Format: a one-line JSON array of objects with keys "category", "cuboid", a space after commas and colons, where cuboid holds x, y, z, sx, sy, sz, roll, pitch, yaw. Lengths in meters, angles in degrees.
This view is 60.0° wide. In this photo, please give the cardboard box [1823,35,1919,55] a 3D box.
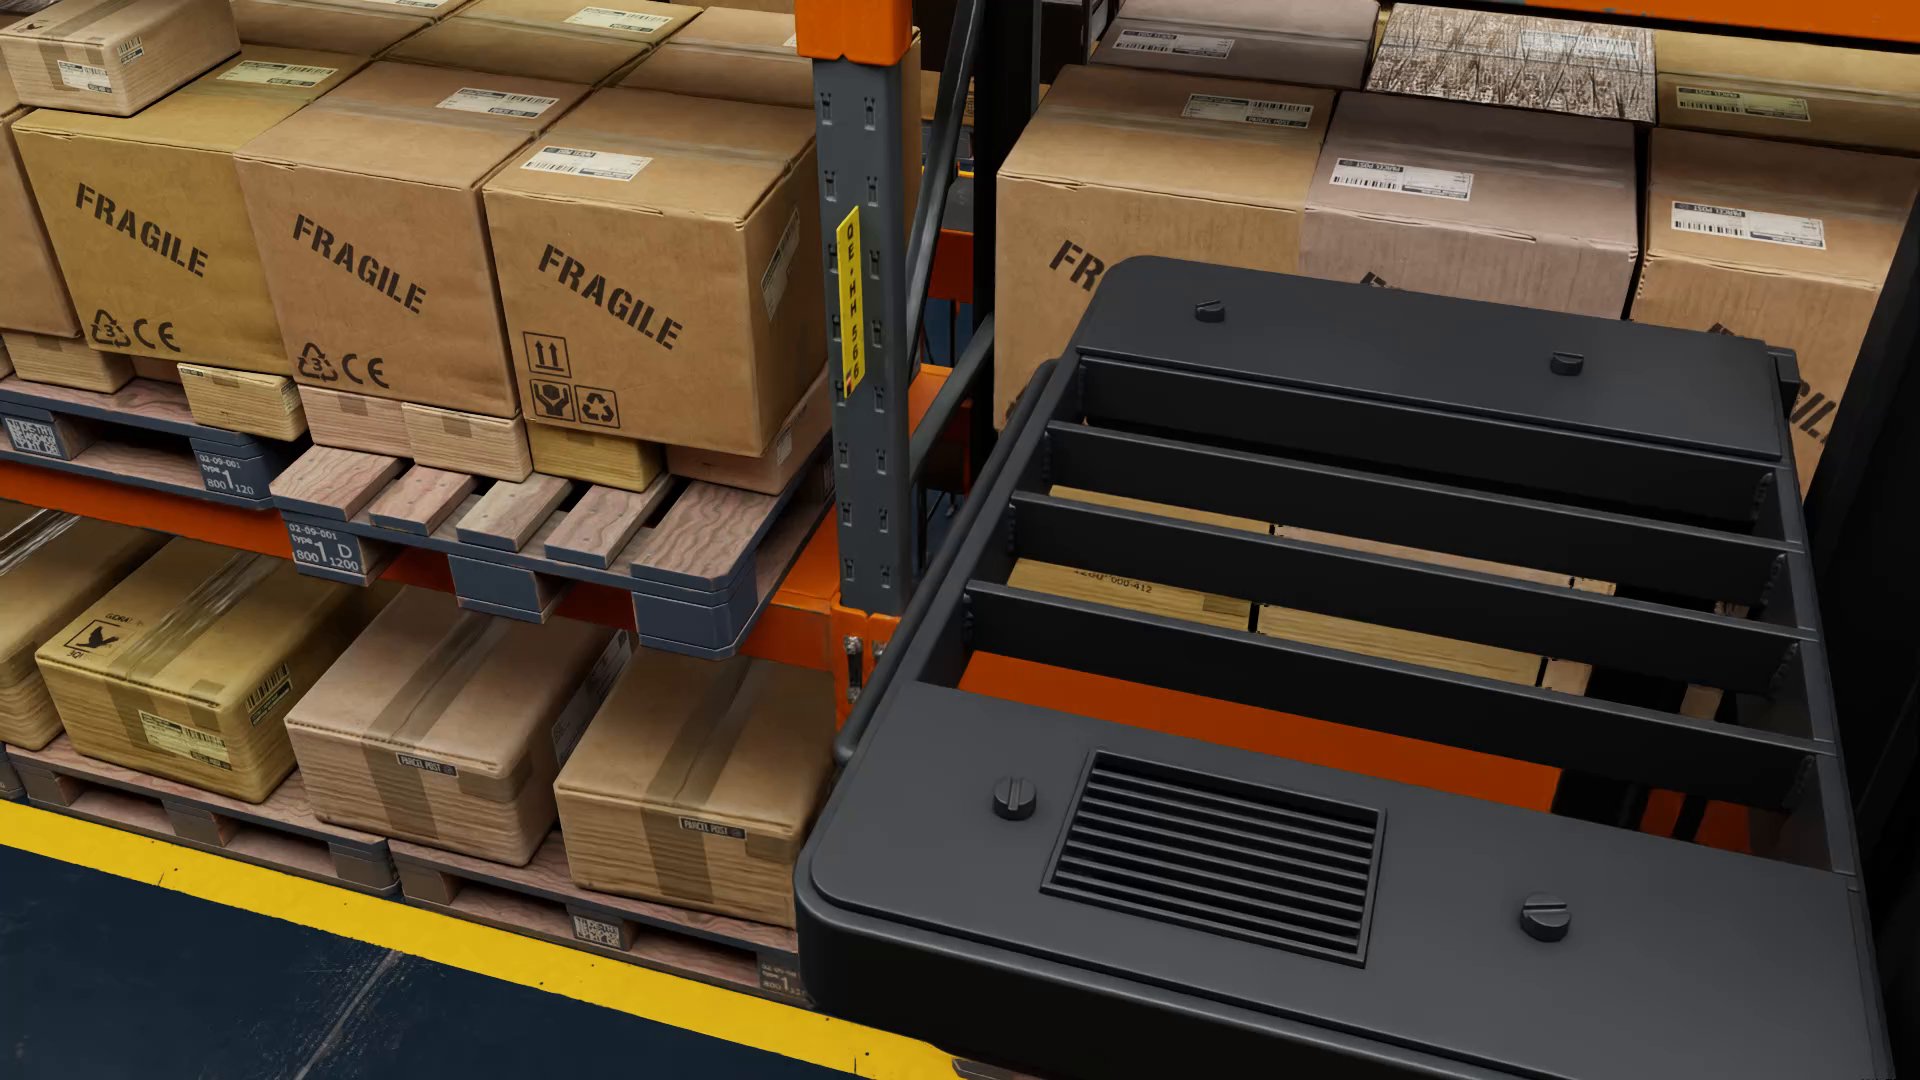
[{"category": "cardboard box", "cuboid": [3.892, -1.944, 6.982, 0.500, 0.250, 0.500, 12, 38, 16]}]

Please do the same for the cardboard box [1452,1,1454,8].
[{"category": "cardboard box", "cuboid": [2.563, -2.508, 7.749, 0.500, 0.250, 0.500, 11, 38, 15]}]

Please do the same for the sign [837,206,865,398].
[{"category": "sign", "cuboid": [-0.186, -0.407, 2.862, 0.005, 0.325, 0.100, 10, 38, 14]}]

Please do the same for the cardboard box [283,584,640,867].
[{"category": "cardboard box", "cuboid": [-1.276, 0.377, 4.570, 0.625, 0.372, 0.950, 10, 37, 13]}]

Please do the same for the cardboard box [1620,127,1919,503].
[{"category": "cardboard box", "cuboid": [1.331, -0.316, 2.721, 0.500, 0.500, 0.500, 12, 38, 15]}]

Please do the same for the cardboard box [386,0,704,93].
[{"category": "cardboard box", "cuboid": [-0.893, -0.909, 3.764, 0.500, 0.500, 0.500, 12, 38, 16]}]

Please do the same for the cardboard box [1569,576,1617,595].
[{"category": "cardboard box", "cuboid": [1.342, -0.005, 2.932, 0.500, 0.250, 0.500, 10, 38, 14]}]

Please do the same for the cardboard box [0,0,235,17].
[{"category": "cardboard box", "cuboid": [-1.877, -1.091, 4.013, 0.500, 0.500, 0.500, 9, 37, 12]}]

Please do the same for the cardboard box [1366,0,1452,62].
[{"category": "cardboard box", "cuboid": [1.933, -2.305, 7.473, 0.500, 0.250, 0.500, 9, 37, 12]}]

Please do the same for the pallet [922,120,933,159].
[{"category": "pallet", "cuboid": [-0.544, -2.375, 8.799, 1.213, 0.211, 1.003, 10, 38, 14]}]

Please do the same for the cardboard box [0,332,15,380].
[{"category": "cardboard box", "cuboid": [-2.182, -0.533, 3.802, 0.250, 0.149, 0.380, 12, 38, 16]}]

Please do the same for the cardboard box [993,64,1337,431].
[{"category": "cardboard box", "cuboid": [0.365, -0.498, 2.969, 0.500, 0.500, 0.500, 9, 37, 12]}]

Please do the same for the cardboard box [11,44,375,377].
[{"category": "cardboard box", "cuboid": [-1.528, -0.707, 3.490, 0.500, 0.500, 0.500, 8, 37, 11]}]

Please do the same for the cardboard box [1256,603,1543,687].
[{"category": "cardboard box", "cuboid": [0.855, 0.089, 3.225, 0.500, 0.250, 0.500, 9, 37, 13]}]

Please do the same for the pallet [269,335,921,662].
[{"category": "pallet", "cuboid": [-0.745, -0.269, 3.747, 1.003, 0.211, 1.213, 10, 38, 14]}]

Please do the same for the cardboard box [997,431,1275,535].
[{"category": "cardboard box", "cuboid": [0.377, -0.192, 3.186, 0.500, 0.250, 0.500, 10, 38, 14]}]

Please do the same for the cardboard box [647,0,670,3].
[{"category": "cardboard box", "cuboid": [-1.852, -3.011, 8.854, 0.750, 0.750, 1.050, 10, 38, 14]}]

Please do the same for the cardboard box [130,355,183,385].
[{"category": "cardboard box", "cuboid": [-1.654, -0.505, 3.763, 0.250, 0.149, 0.380, 11, 38, 14]}]

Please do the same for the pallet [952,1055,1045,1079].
[{"category": "pallet", "cuboid": [0.697, 1.024, 4.180, 1.213, 0.211, 1.003, 10, 38, 14]}]

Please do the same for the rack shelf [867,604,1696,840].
[{"category": "rack shelf", "cuboid": [1.876, 0.362, 3.334, 4.000, 0.370, 1.077, 10, 38, 14]}]

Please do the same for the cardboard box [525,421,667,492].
[{"category": "cardboard box", "cuboid": [-0.693, -0.280, 3.458, 0.250, 0.149, 0.380, 11, 38, 15]}]

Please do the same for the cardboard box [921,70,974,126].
[{"category": "cardboard box", "cuboid": [-0.043, -2.674, 8.396, 0.750, 0.750, 1.050, 11, 38, 15]}]

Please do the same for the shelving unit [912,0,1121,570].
[{"category": "shelving unit", "cuboid": [0.158, -0.816, 5.088, 0.503, 2.100, 0.431, 10, 38, 14]}]

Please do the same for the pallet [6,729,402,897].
[{"category": "pallet", "cuboid": [-1.939, 0.487, 4.911, 1.213, 0.211, 1.003, 10, 38, 14]}]

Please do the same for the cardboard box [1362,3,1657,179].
[{"category": "cardboard box", "cuboid": [1.031, -0.694, 3.235, 0.500, 0.500, 0.500, 11, 38, 15]}]

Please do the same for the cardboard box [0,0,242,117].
[{"category": "cardboard box", "cuboid": [-1.679, -1.001, 3.342, 0.250, 0.149, 0.380, 9, 37, 12]}]

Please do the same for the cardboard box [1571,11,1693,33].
[{"category": "cardboard box", "cuboid": [2.885, -2.121, 7.223, 0.500, 0.250, 0.500, 11, 38, 14]}]

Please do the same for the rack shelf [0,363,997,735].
[{"category": "rack shelf", "cuboid": [-1.942, -0.345, 4.295, 4.000, 0.370, 1.077, 10, 38, 14]}]

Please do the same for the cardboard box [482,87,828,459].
[{"category": "cardboard box", "cuboid": [-0.550, -0.533, 3.254, 0.500, 0.500, 0.500, 9, 37, 13]}]

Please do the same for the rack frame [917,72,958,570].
[{"category": "rack frame", "cuboid": [-0.075, -0.860, 5.146, 0.015, 2.100, 0.400, 10, 38, 14]}]

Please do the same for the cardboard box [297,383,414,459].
[{"category": "cardboard box", "cuboid": [-1.185, -0.348, 3.550, 0.250, 0.149, 0.380, 9, 37, 12]}]

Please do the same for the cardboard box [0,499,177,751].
[{"category": "cardboard box", "cuboid": [-2.662, 0.118, 4.922, 0.625, 0.372, 0.950, 13, 38, 17]}]

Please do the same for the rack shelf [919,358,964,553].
[{"category": "rack shelf", "cuboid": [0.158, -0.242, 5.511, 0.480, 0.518, 0.431, 10, 38, 14]}]
